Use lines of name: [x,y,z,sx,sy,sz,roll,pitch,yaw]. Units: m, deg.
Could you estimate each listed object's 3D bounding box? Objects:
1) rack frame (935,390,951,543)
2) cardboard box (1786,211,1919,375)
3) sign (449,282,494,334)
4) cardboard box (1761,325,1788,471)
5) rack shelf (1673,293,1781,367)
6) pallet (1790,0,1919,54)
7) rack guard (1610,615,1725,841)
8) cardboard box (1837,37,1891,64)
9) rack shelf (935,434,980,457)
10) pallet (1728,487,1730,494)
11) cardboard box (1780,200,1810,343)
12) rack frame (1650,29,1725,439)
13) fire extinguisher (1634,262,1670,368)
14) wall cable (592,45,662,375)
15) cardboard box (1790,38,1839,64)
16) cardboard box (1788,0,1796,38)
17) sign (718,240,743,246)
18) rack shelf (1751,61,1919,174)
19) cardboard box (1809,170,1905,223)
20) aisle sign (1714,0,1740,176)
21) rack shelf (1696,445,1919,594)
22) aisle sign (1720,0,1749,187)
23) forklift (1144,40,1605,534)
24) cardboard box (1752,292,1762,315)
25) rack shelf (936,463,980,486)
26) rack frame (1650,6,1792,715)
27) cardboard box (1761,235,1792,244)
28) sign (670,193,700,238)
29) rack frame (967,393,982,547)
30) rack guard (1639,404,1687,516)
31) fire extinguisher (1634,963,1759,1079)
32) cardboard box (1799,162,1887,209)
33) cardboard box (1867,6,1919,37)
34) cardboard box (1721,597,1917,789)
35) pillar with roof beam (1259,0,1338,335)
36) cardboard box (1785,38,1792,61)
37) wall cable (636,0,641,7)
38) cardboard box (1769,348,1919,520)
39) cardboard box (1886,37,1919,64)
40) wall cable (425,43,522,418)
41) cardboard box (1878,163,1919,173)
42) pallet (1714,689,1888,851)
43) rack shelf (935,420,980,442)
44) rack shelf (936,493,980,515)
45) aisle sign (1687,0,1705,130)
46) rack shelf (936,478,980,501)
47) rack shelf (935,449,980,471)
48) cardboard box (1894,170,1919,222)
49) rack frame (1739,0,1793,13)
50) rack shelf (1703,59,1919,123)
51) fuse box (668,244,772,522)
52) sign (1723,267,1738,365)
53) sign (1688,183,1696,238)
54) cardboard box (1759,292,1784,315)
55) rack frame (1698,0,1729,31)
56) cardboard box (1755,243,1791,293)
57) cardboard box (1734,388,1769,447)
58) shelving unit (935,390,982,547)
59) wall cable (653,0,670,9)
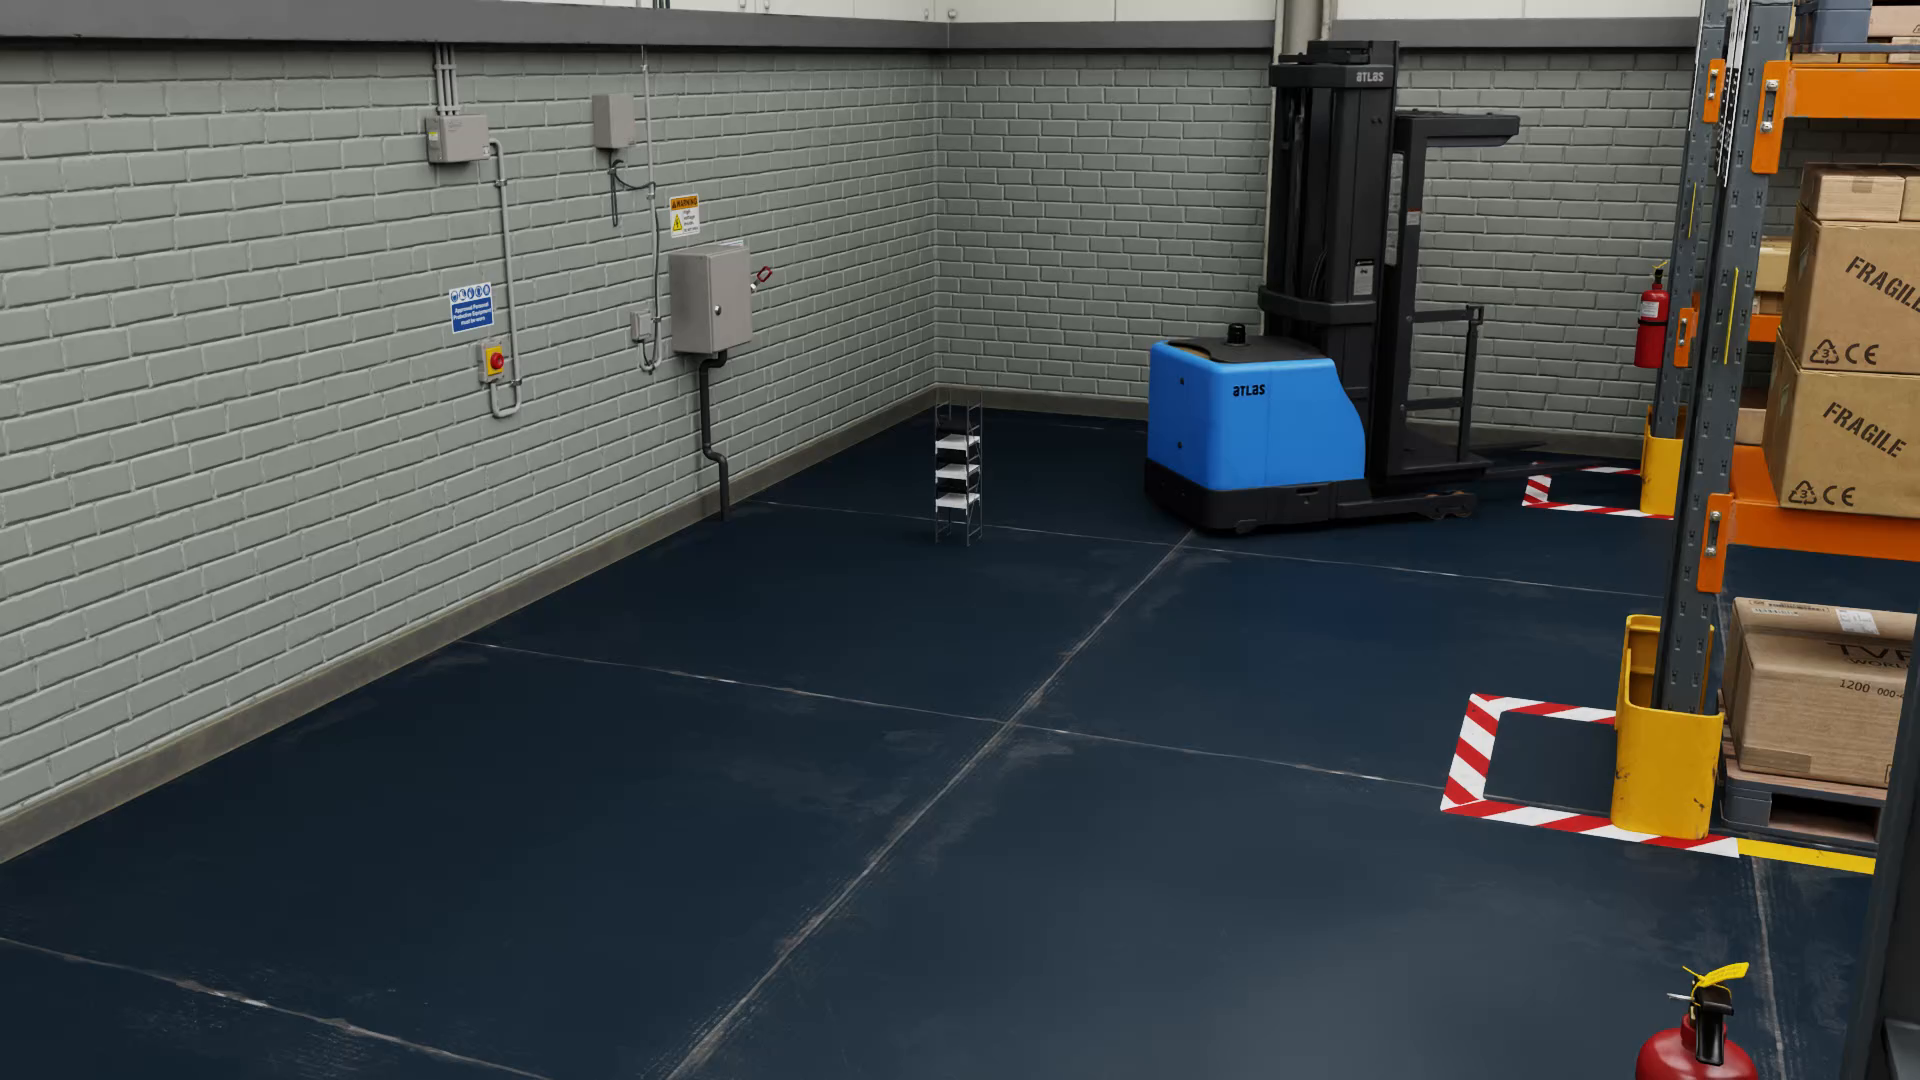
rack frame: [-0.102,-0.443,10.087,0.006,0.900,0.240,6,17,21]
cardboard box: [3.231,-0.873,5.829,0.500,0.500,0.500,6,17,19]
sign: [-2.440,-1.162,8.313,0.001,0.218,0.327,6,17,21]
cardboard box: [3.434,-0.536,6.459,0.500,0.500,0.500,6,17,21]
rack shelf: [6.567,-1.206,10.237,4.000,0.370,1.077,6,17,21]
pallet: [3.583,-1.793,5.748,1.213,0.211,1.003,6,17,21]
rack guard: [2.866,0.730,6.763,0.348,0.500,1.175,6,17,21]
cardboard box: [5.403,-2.932,9.964,0.250,0.149,0.380,6,17,21]
rack shelf: [-0.008,-0.574,10.010,0.200,0.077,0.258,6,17,21]
pallet: [5.519,-0.328,10.924,1.213,0.211,1.003,6,17,21]
cardboard box: [3.424,-1.009,6.296,0.500,0.500,0.500,7,18,22]
rack frame: [4.706,-1.756,10.842,0.127,3.000,1.000,6,17,21]
fire extinguisher: [4.400,-1.435,10.544,0.183,0.674,0.296,6,17,21]
wall cable: [-1.856,-1.896,9.502,0.122,1.984,0.588,6,17,21]
cardboard box: [5.171,-2.963,10.070,0.250,0.149,0.380,7,17,22]
cardboard box: [5.019,-3.151,10.003,0.500,0.250,0.500,6,17,20]
sign: [-1.470,-1.672,10.725,0.001,0.494,0.329,6,17,21]
rack shelf: [4.749,-1.359,5.384,4.000,0.370,1.077,6,17,21]
cardboard box: [3.117,-1.200,5.790,0.250,0.149,0.380,7,17,22]
aisle sign: [2.935,-1.804,6.346,0.004,0.787,0.394,6,17,21]
rack shelf: [4.749,0.082,5.802,4.000,0.370,1.077,6,17,21]
aisle sign: [2.715,-1.649,5.810,0.004,0.787,0.394,6,17,21]
forklift: [2.791,-1.669,10.664,3.031,2.935,1.130,-5,17,-18]
cardboard box: [4.911,-1.530,10.516,0.250,0.149,0.380,6,17,20]
rack shelf: [-0.008,-0.401,10.060,0.200,0.077,0.258,6,17,21]
rack frame: [2.889,-0.468,6.406,0.127,3.000,1.000,6,17,21]
cardboard box: [5.232,-1.849,10.896,0.500,0.250,0.500,7,18,22]
sign: [-1.672,-1.972,10.106,0.001,0.242,0.339,6,17,21]
rack frame: [0.087,-0.423,10.015,0.006,0.900,0.240,6,17,21]
rack guard: [4.777,-0.548,11.164,0.348,0.500,1.175,6,17,21]
fire extinguisher: [1.101,0.897,2.512,0.183,0.674,0.296,6,17,21]
cardboard box: [3.296,-1.323,6.215,0.250,0.149,0.380,7,17,21]
cardboard box: [5.499,-3.104,9.842,0.500,0.250,0.500,7,17,22]
cardboard box: [3.539,0.602,6.562,0.875,0.438,0.875,6,17,19]
pillar with roof beam: [0.949,-4.030,7.915,0.400,9.000,9.100,6,17,21]
cardboard box: [4.918,-2.983,10.139,0.250,0.149,0.380,7,17,22]
wall cable: [-2.228,-4.053,7.993,0.029,3.000,2.355,6,17,21]
cardboard box: [3.230,-0.393,5.967,0.500,0.500,0.500,6,17,20]
cardboard box: [5.598,-2.880,9.784,0.250,0.149,0.380,7,17,22]
wall cable: [-2.365,-1.542,8.226,0.123,1.953,0.585,6,17,21]
cardboard box: [3.541,-1.303,6.147,0.250,0.149,0.380,7,17,22]
pallet: [3.661,0.933,6.583,1.213,0.211,1.003,6,17,21]
rack shelf: [-0.008,-0.660,9.985,0.200,0.077,0.258,6,17,21]
rack shelf: [-0.008,-0.228,10.111,0.200,0.077,0.258,6,17,21]
aisle sign: [4.535,-2.935,10.241,0.004,0.787,0.394,6,17,21]
rack shelf: [-0.008,-0.315,10.085,0.200,0.077,0.258,6,17,21]
rack shelf: [-0.008,-0.487,10.035,0.200,0.077,0.258,6,17,21]
cardboard box: [3.387,-1.191,5.761,0.250,0.149,0.380,7,17,22]
rack frame: [2.889,-3.349,5.570,0.127,3.000,1.000,6,17,21]
rack shelf: [6.567,-2.646,9.819,4.000,0.370,1.077,6,17,21]
fuse box: [-1.459,-0.950,10.377,0.414,1.711,0.539,6,17,21]
sign: [2.679,-0.779,5.781,0.005,0.325,0.100,6,17,21]
sign: [4.507,-2.031,10.236,0.005,0.325,0.100,6,17,21]
cardboard box: [5.165,-1.516,10.468,0.250,0.149,0.380,7,18,22]
rack frame: [4.706,-4.637,10.005,0.127,3.000,1.000,6,17,21]
cardboard box: [5.030,-1.710,10.421,0.500,0.250,0.500,6,17,21]
cardboard box: [5.241,-0.672,10.831,0.637,0.503,0.797,6,17,18]
shelving unit: [-0.008,-0.433,10.051,0.210,0.900,0.258,6,17,21]
wall cable: [-1.171,-4.789,10.464,0.133,3.039,2.988,6,17,21]
